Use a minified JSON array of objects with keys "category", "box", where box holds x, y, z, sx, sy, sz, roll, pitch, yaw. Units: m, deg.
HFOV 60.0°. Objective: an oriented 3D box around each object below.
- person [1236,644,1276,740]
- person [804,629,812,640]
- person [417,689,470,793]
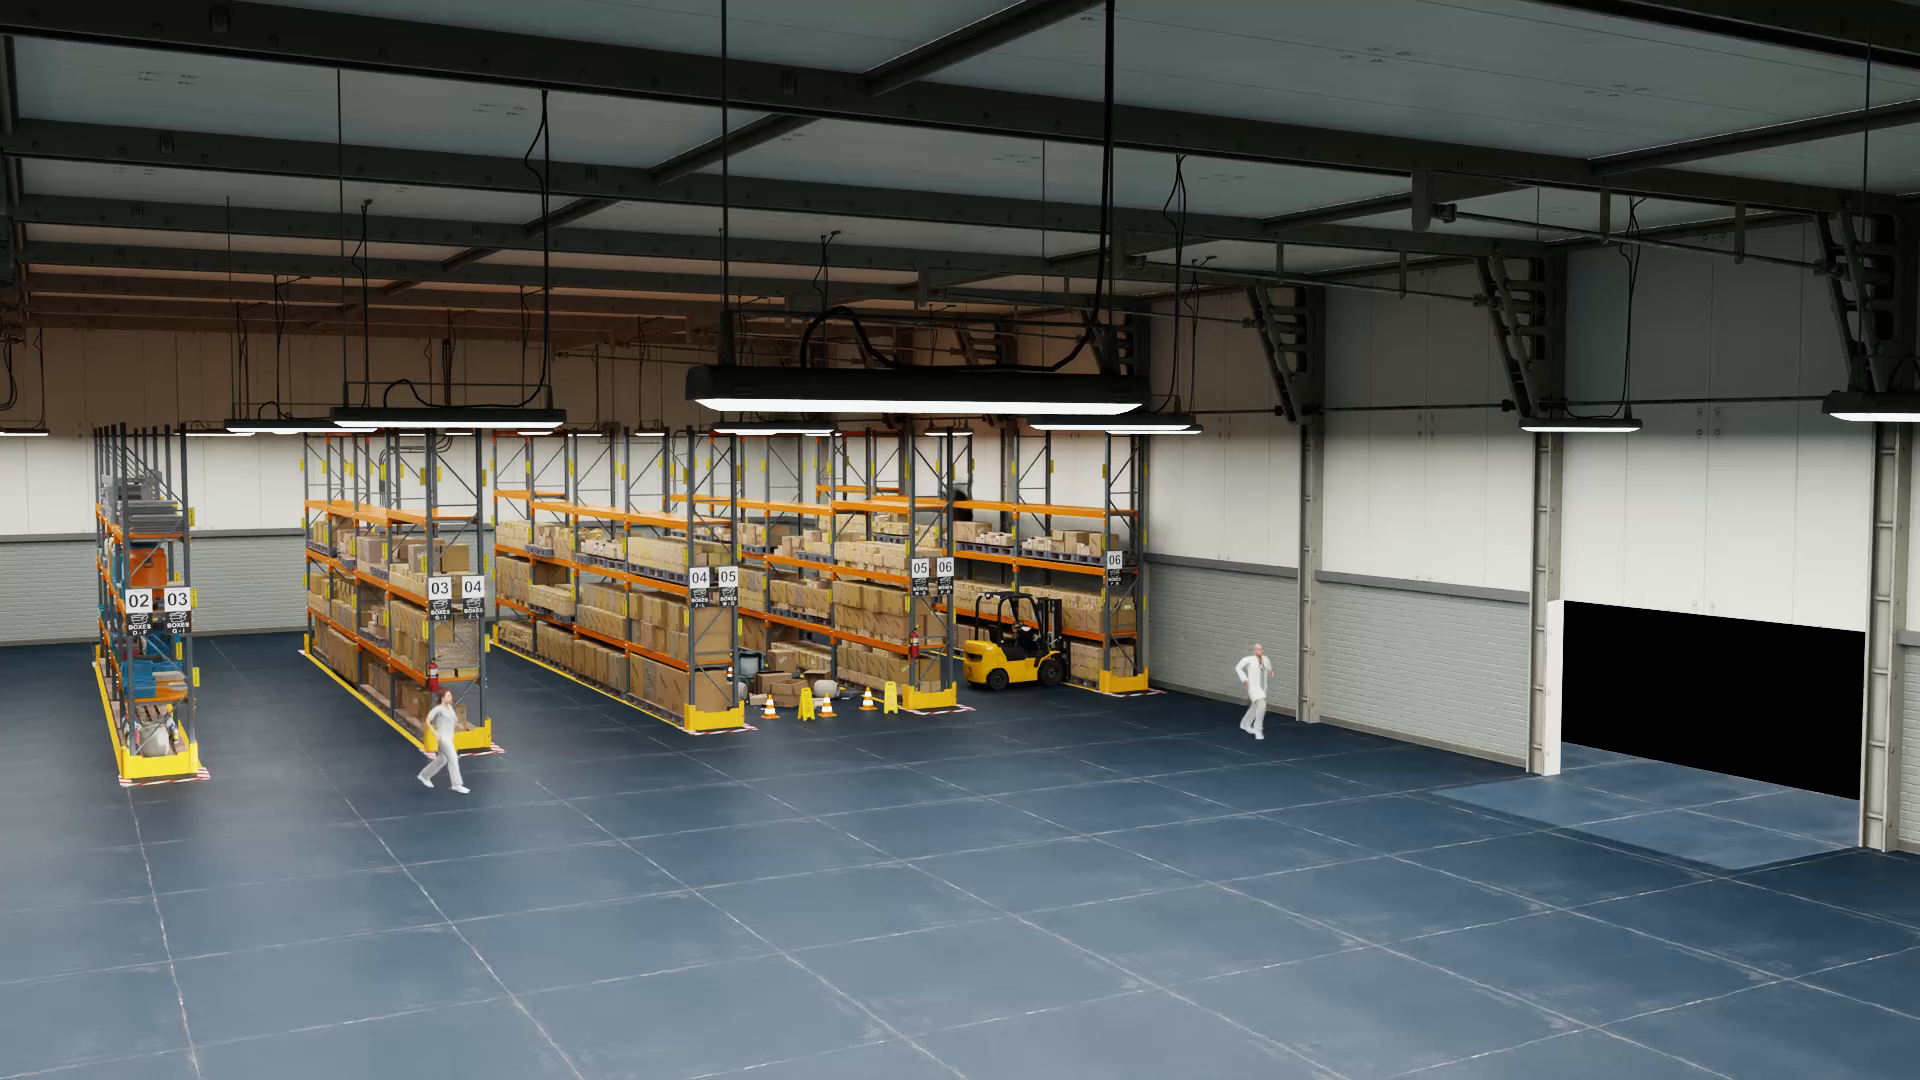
[{"category":"person","box":[5.726,2.915,32.004,0.665,1.856,0.834,-2,4,-35]},{"category":"person","box":[-4.404,2.091,46.207,0.659,1.678,0.678,-3,4,-36]},{"category":"person","box":[-8.372,3.247,26.996,0.864,1.678,0.571,0,3,5]}]
